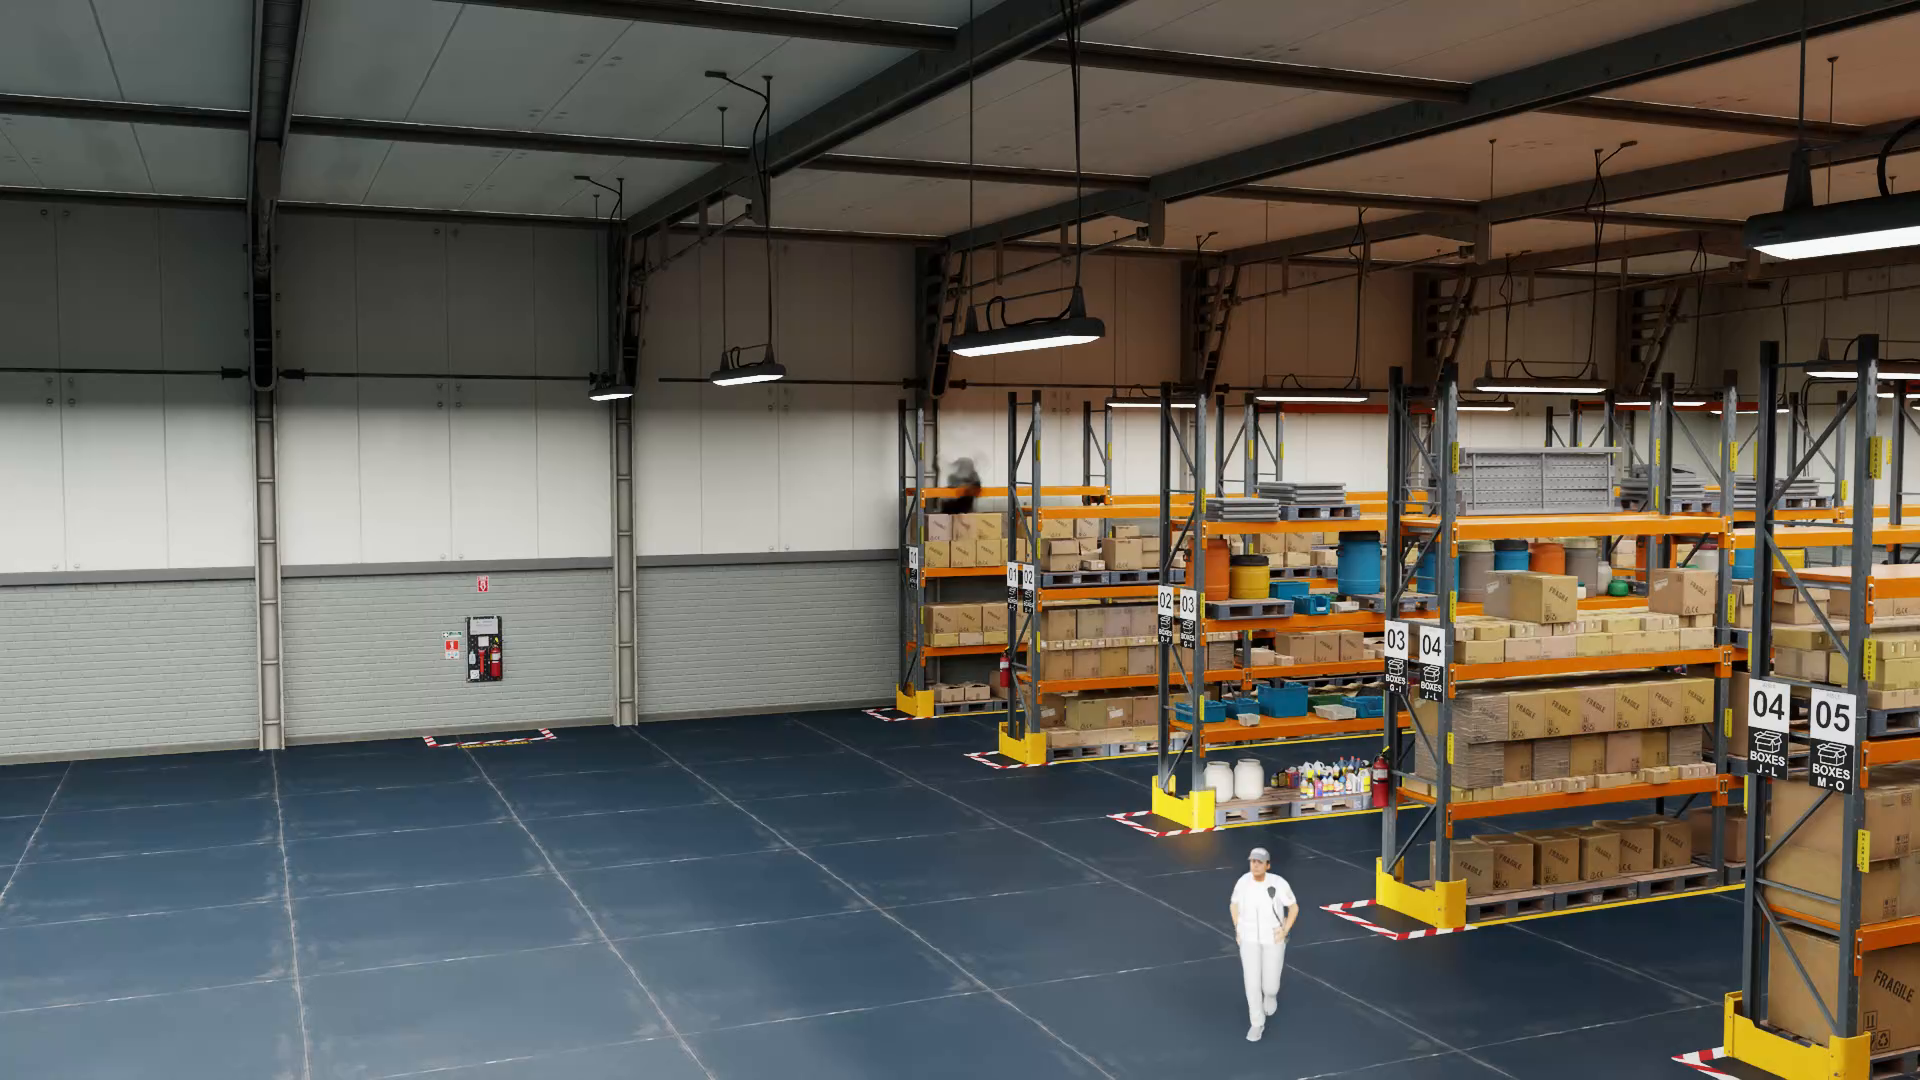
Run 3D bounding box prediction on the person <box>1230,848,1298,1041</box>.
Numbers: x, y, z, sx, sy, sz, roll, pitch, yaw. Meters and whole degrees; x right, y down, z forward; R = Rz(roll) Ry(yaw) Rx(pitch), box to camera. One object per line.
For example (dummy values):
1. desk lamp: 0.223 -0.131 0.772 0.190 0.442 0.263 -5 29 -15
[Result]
1. person: 2.655 3.505 14.585 0.602 1.647 0.585 1 4 20
